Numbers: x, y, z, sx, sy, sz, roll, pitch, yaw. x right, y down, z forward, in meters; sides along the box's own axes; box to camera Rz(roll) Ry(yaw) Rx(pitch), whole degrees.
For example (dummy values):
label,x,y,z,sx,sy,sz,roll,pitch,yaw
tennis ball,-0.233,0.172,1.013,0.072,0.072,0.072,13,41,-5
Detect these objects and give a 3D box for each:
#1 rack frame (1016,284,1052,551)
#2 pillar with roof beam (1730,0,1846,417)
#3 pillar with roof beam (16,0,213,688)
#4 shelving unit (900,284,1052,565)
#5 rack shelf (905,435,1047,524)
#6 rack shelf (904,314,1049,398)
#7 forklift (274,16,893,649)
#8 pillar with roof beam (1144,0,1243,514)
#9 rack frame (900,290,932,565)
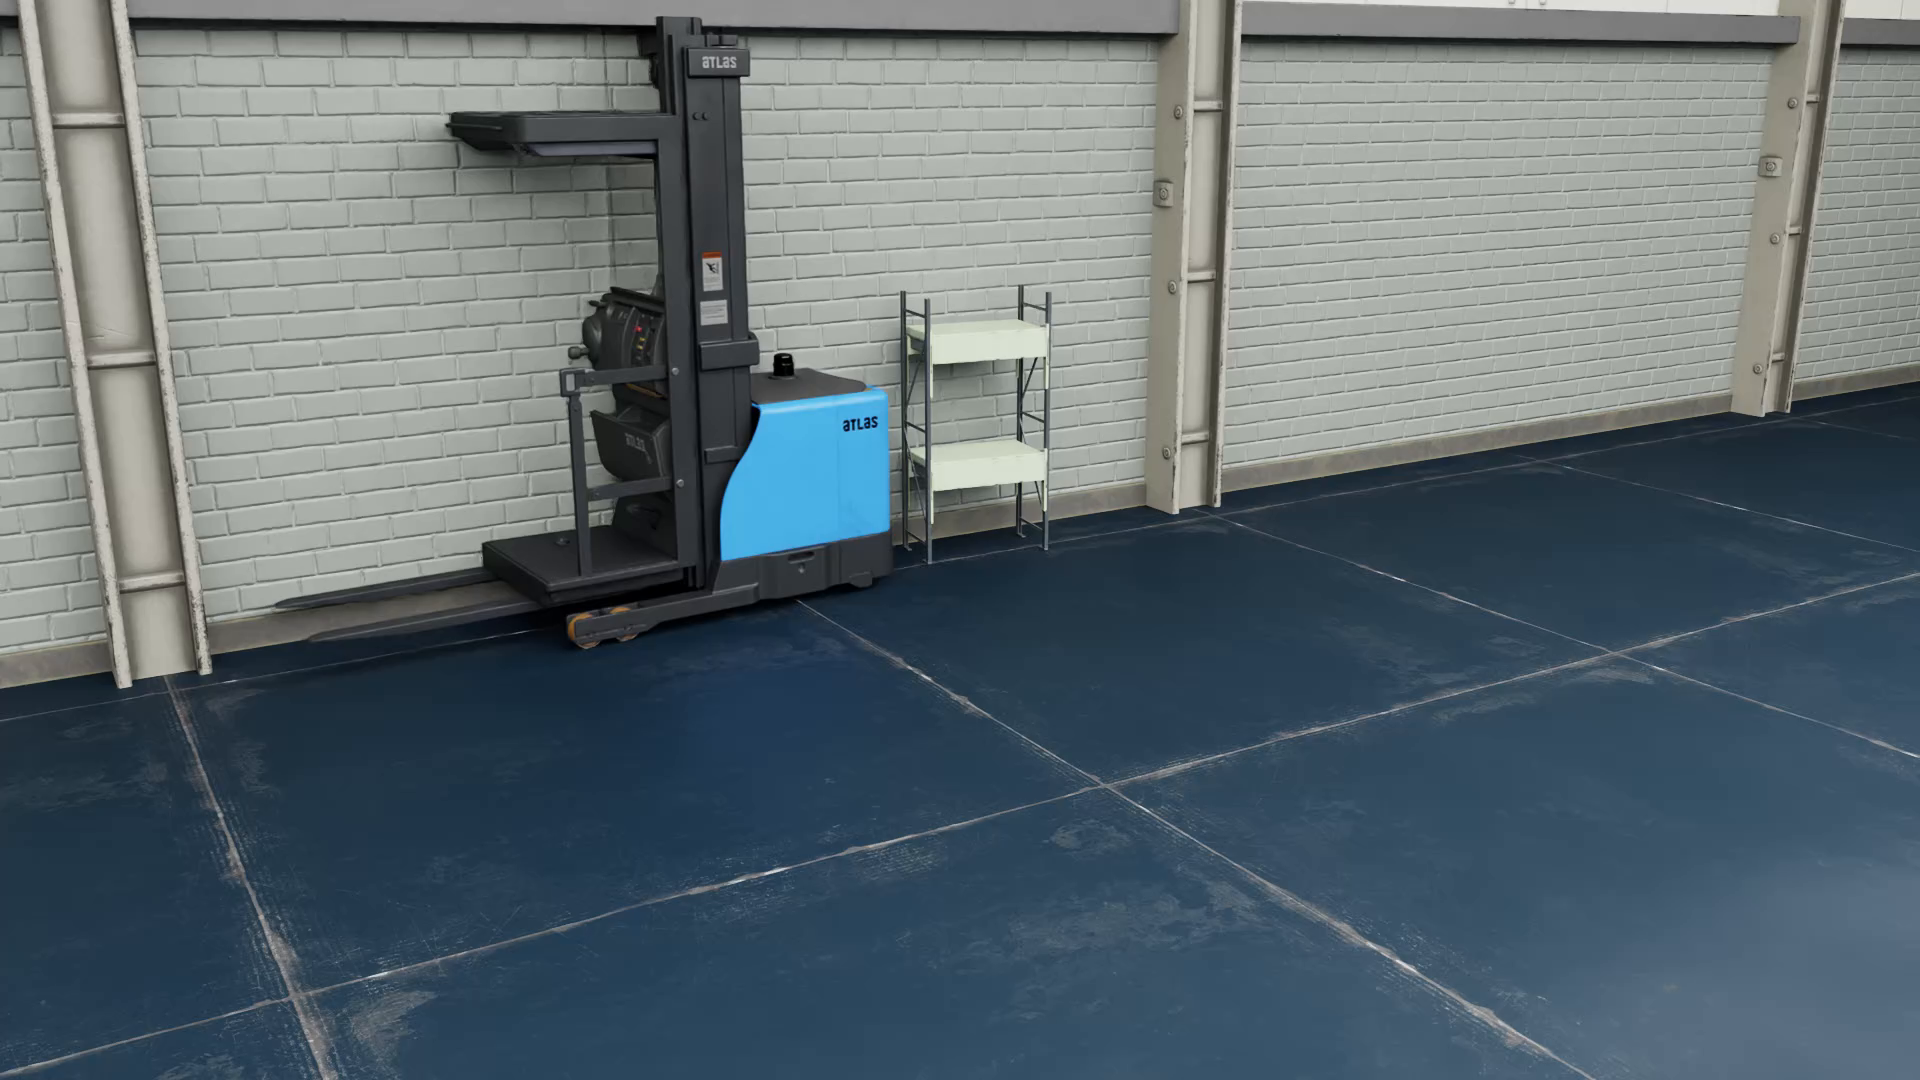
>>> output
label,x,y,z,sx,sy,sz,roll,pitch,yaw
rack frame,0.425,-0.711,9.666,0.023,1.500,0.400,-7,17,-22
pillar with roof beam,8.791,-4.396,8.921,0.400,9.000,9.100,-9,18,-30
pillar with roof beam,-1.496,-2.728,2.970,0.400,9.000,9.100,-9,18,-30
shelving unit,0.088,-0.672,9.528,0.755,1.500,0.431,-7,17,-22
rack shelf,0.088,-0.358,9.616,0.720,0.370,0.431,-7,17,-22
rack shelf,0.088,-1.048,9.422,0.720,0.370,0.431,-7,17,-22
forklift,-1.863,-1.048,8.219,3.031,2.935,1.130,-11,19,-33
pillar with roof beam,3.647,-3.562,5.946,0.400,9.000,9.100,-9,18,-30
rack frame,-0.248,-0.633,9.390,0.023,1.500,0.400,-7,17,-22
